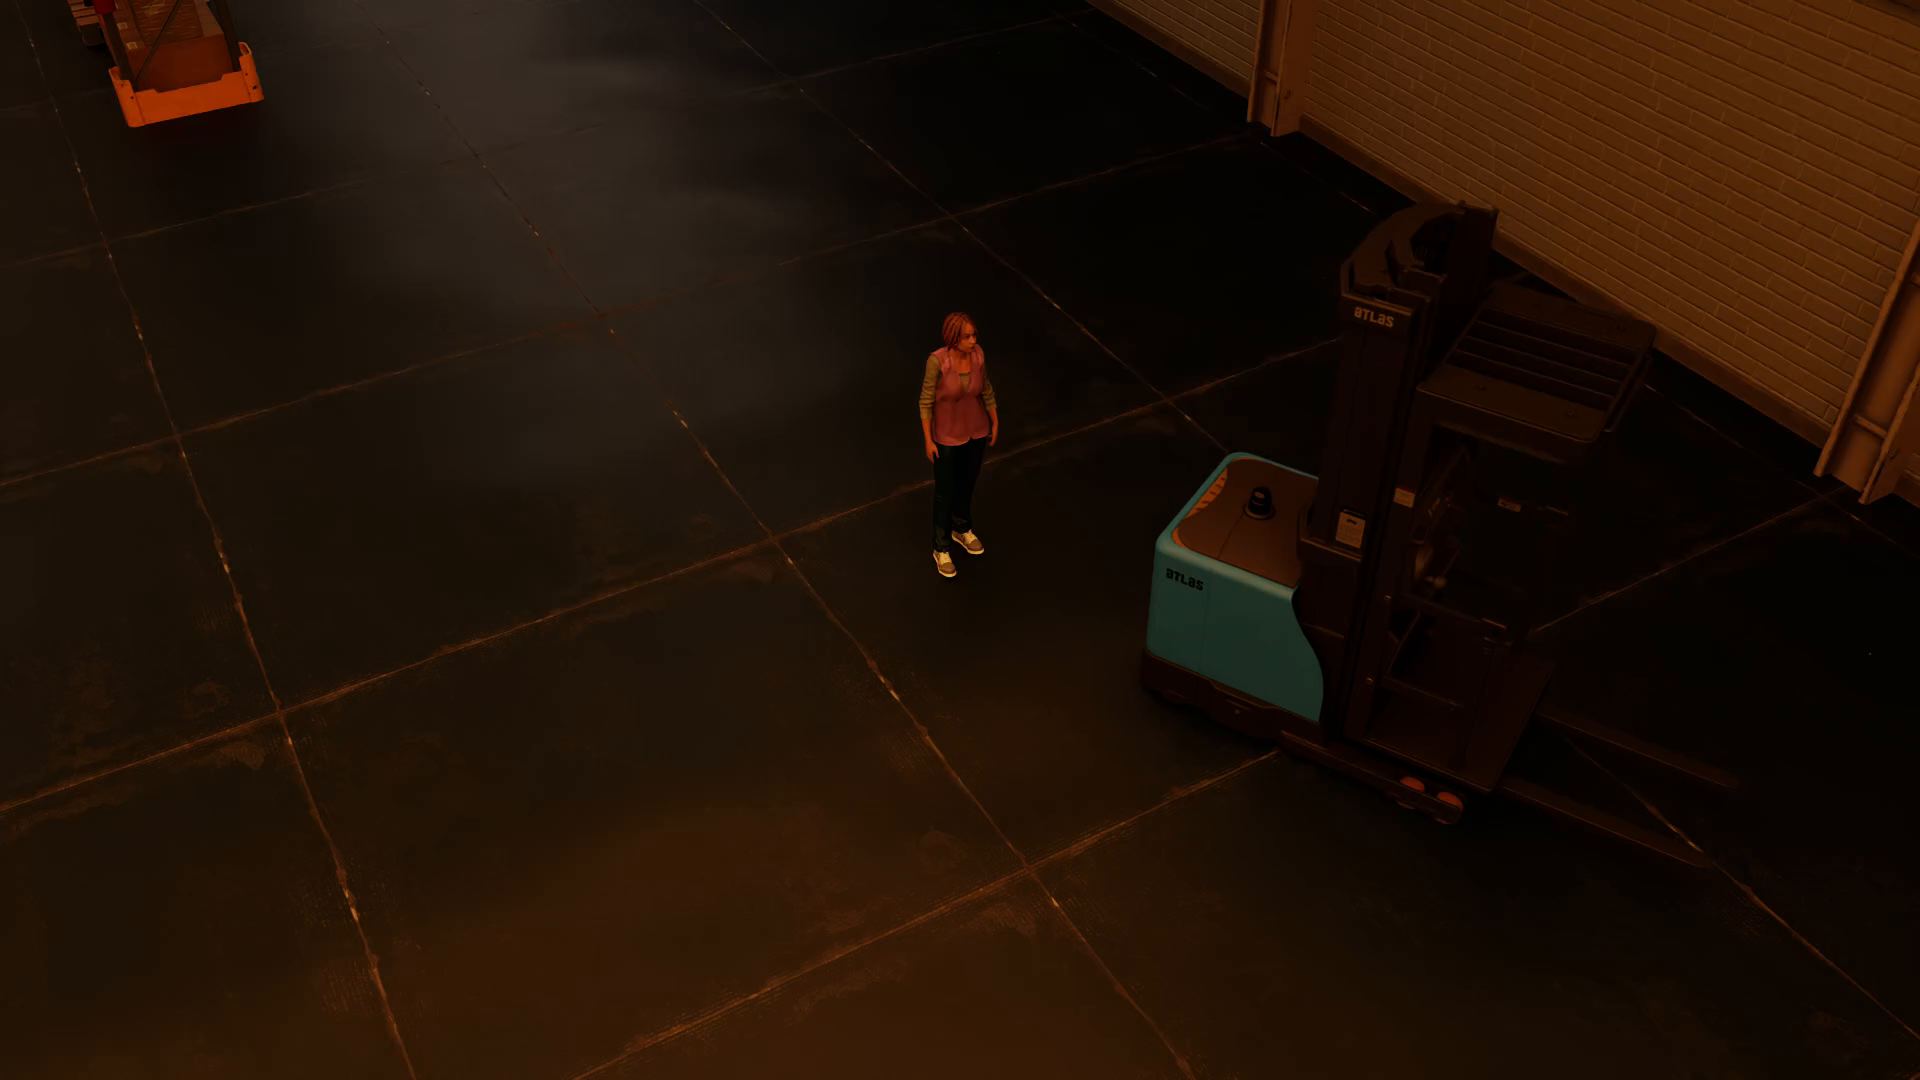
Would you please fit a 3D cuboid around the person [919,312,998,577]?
[{"bbox_3d":[0.026,-0.574,9.763,0.521,1.599,0.473,-20,44,-23],"label":"person"}]

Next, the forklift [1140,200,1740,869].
[{"bbox_3d":[2.528,-0.056,8.104,3.031,2.935,1.130,22,44,24],"label":"forklift"}]
